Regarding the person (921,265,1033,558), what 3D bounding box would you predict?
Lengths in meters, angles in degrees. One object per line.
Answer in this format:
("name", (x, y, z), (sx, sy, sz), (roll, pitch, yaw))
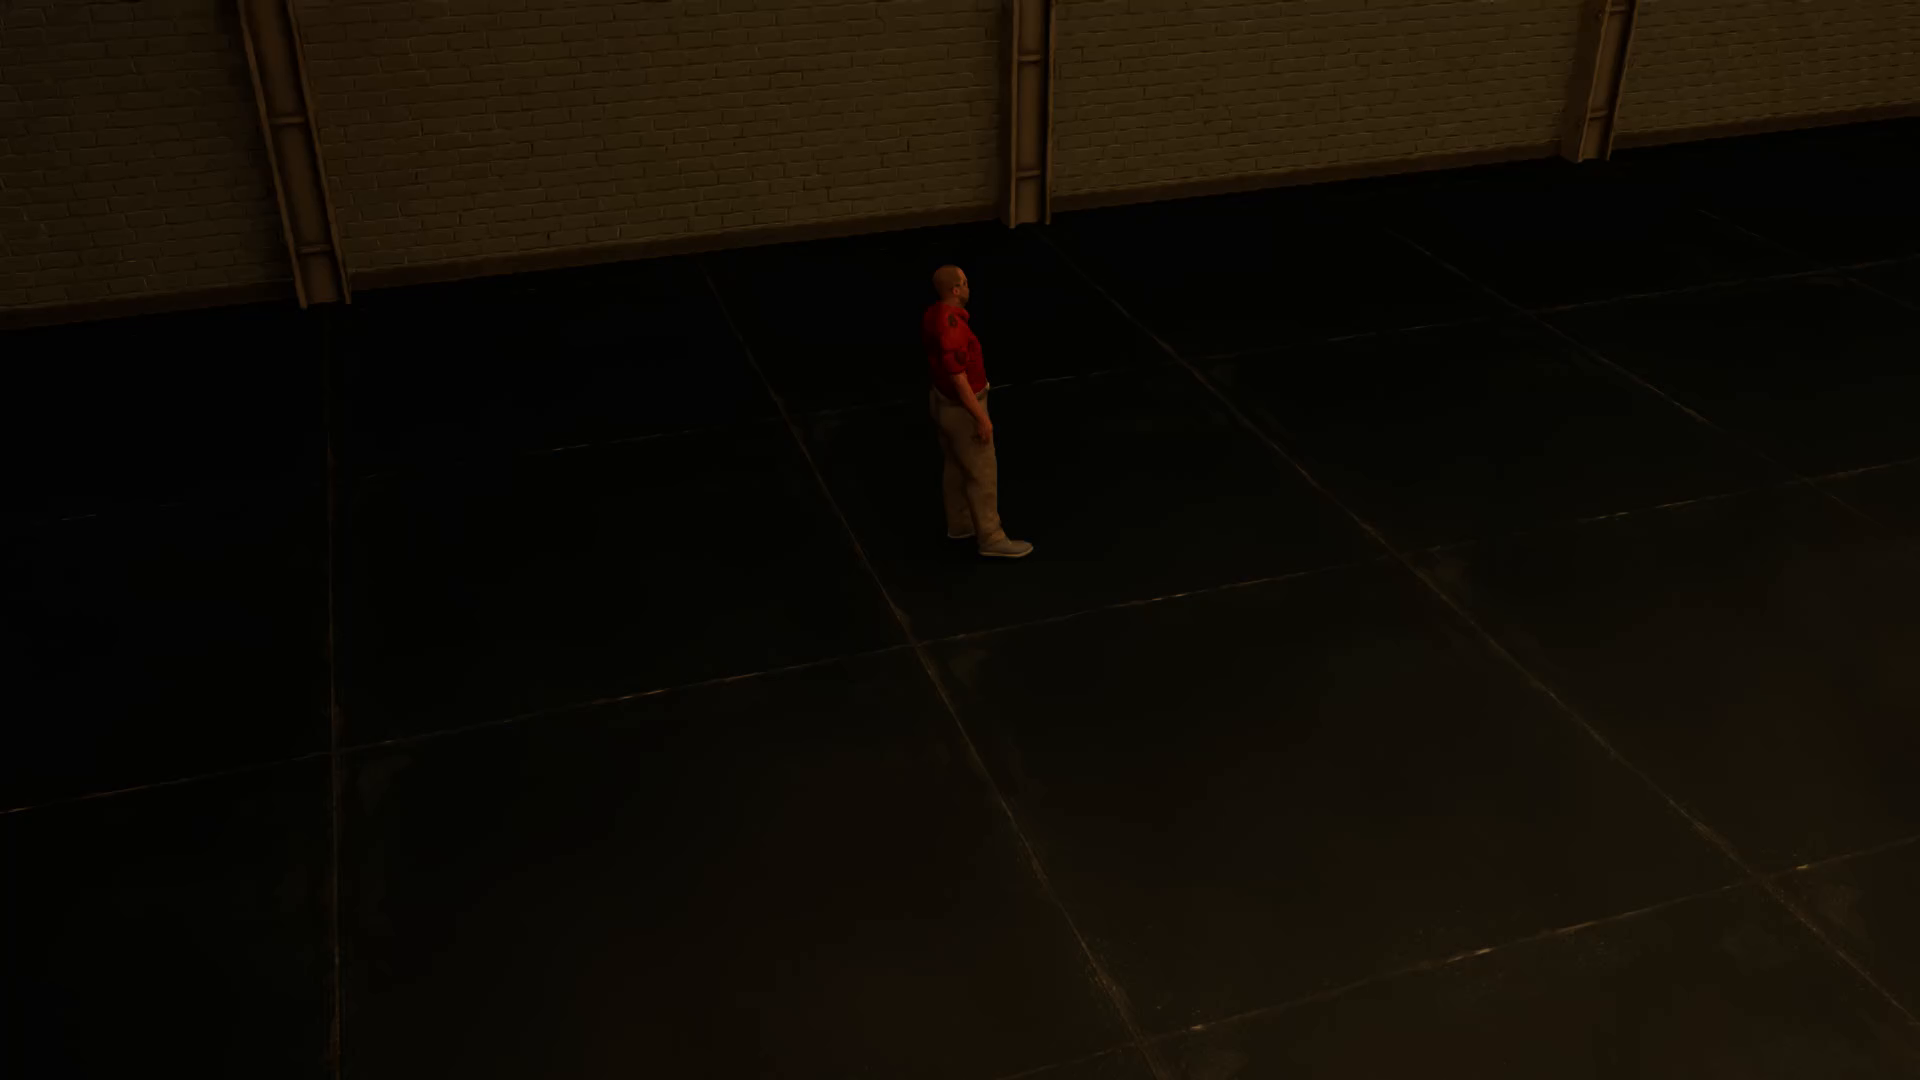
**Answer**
("person", (0.089, -0.764, 9.606), (0.550, 1.726, 0.640), (-10, 31, -16))
